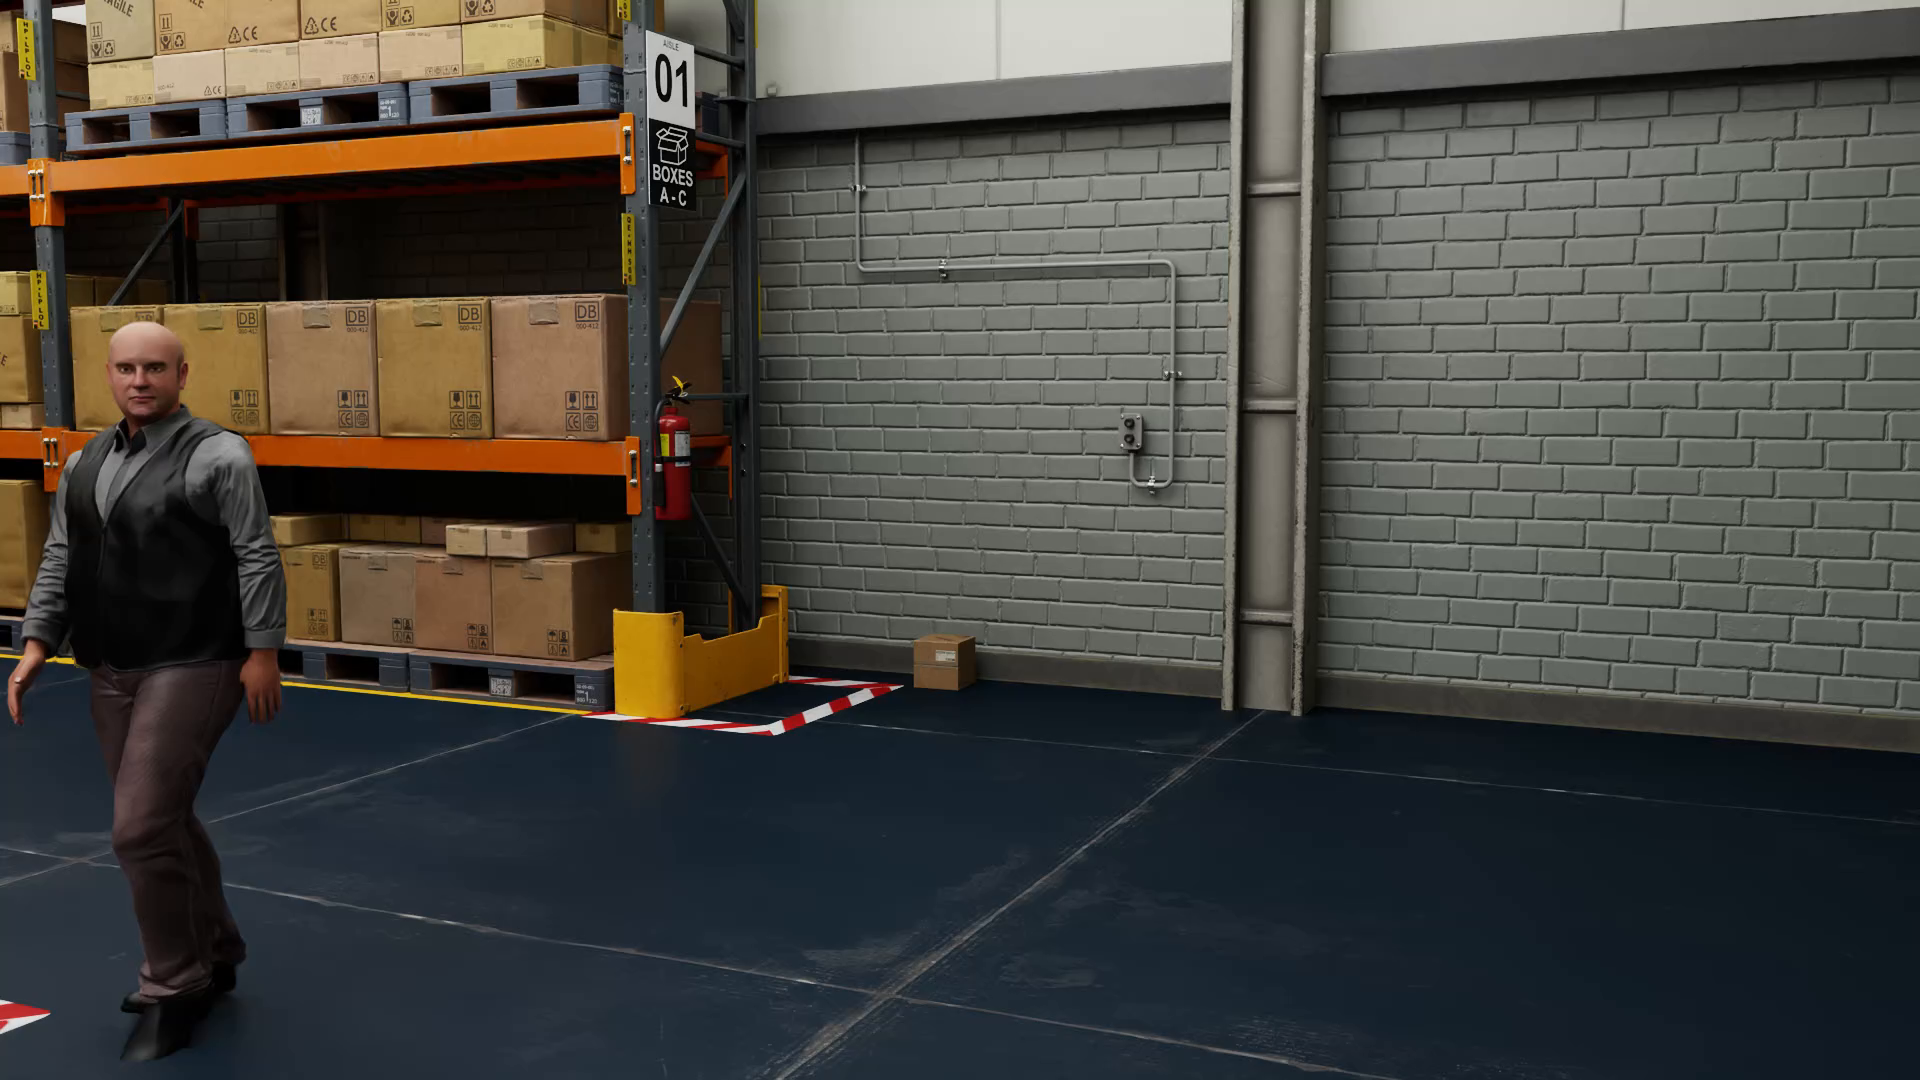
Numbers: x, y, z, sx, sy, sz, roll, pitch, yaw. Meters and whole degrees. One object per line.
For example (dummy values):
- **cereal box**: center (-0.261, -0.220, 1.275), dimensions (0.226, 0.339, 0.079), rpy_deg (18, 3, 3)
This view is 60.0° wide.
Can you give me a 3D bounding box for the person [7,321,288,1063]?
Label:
- **person**: center (-1.994, 0.371, 4.050), dimensions (0.539, 1.798, 0.518), rpy_deg (3, 6, 24)
